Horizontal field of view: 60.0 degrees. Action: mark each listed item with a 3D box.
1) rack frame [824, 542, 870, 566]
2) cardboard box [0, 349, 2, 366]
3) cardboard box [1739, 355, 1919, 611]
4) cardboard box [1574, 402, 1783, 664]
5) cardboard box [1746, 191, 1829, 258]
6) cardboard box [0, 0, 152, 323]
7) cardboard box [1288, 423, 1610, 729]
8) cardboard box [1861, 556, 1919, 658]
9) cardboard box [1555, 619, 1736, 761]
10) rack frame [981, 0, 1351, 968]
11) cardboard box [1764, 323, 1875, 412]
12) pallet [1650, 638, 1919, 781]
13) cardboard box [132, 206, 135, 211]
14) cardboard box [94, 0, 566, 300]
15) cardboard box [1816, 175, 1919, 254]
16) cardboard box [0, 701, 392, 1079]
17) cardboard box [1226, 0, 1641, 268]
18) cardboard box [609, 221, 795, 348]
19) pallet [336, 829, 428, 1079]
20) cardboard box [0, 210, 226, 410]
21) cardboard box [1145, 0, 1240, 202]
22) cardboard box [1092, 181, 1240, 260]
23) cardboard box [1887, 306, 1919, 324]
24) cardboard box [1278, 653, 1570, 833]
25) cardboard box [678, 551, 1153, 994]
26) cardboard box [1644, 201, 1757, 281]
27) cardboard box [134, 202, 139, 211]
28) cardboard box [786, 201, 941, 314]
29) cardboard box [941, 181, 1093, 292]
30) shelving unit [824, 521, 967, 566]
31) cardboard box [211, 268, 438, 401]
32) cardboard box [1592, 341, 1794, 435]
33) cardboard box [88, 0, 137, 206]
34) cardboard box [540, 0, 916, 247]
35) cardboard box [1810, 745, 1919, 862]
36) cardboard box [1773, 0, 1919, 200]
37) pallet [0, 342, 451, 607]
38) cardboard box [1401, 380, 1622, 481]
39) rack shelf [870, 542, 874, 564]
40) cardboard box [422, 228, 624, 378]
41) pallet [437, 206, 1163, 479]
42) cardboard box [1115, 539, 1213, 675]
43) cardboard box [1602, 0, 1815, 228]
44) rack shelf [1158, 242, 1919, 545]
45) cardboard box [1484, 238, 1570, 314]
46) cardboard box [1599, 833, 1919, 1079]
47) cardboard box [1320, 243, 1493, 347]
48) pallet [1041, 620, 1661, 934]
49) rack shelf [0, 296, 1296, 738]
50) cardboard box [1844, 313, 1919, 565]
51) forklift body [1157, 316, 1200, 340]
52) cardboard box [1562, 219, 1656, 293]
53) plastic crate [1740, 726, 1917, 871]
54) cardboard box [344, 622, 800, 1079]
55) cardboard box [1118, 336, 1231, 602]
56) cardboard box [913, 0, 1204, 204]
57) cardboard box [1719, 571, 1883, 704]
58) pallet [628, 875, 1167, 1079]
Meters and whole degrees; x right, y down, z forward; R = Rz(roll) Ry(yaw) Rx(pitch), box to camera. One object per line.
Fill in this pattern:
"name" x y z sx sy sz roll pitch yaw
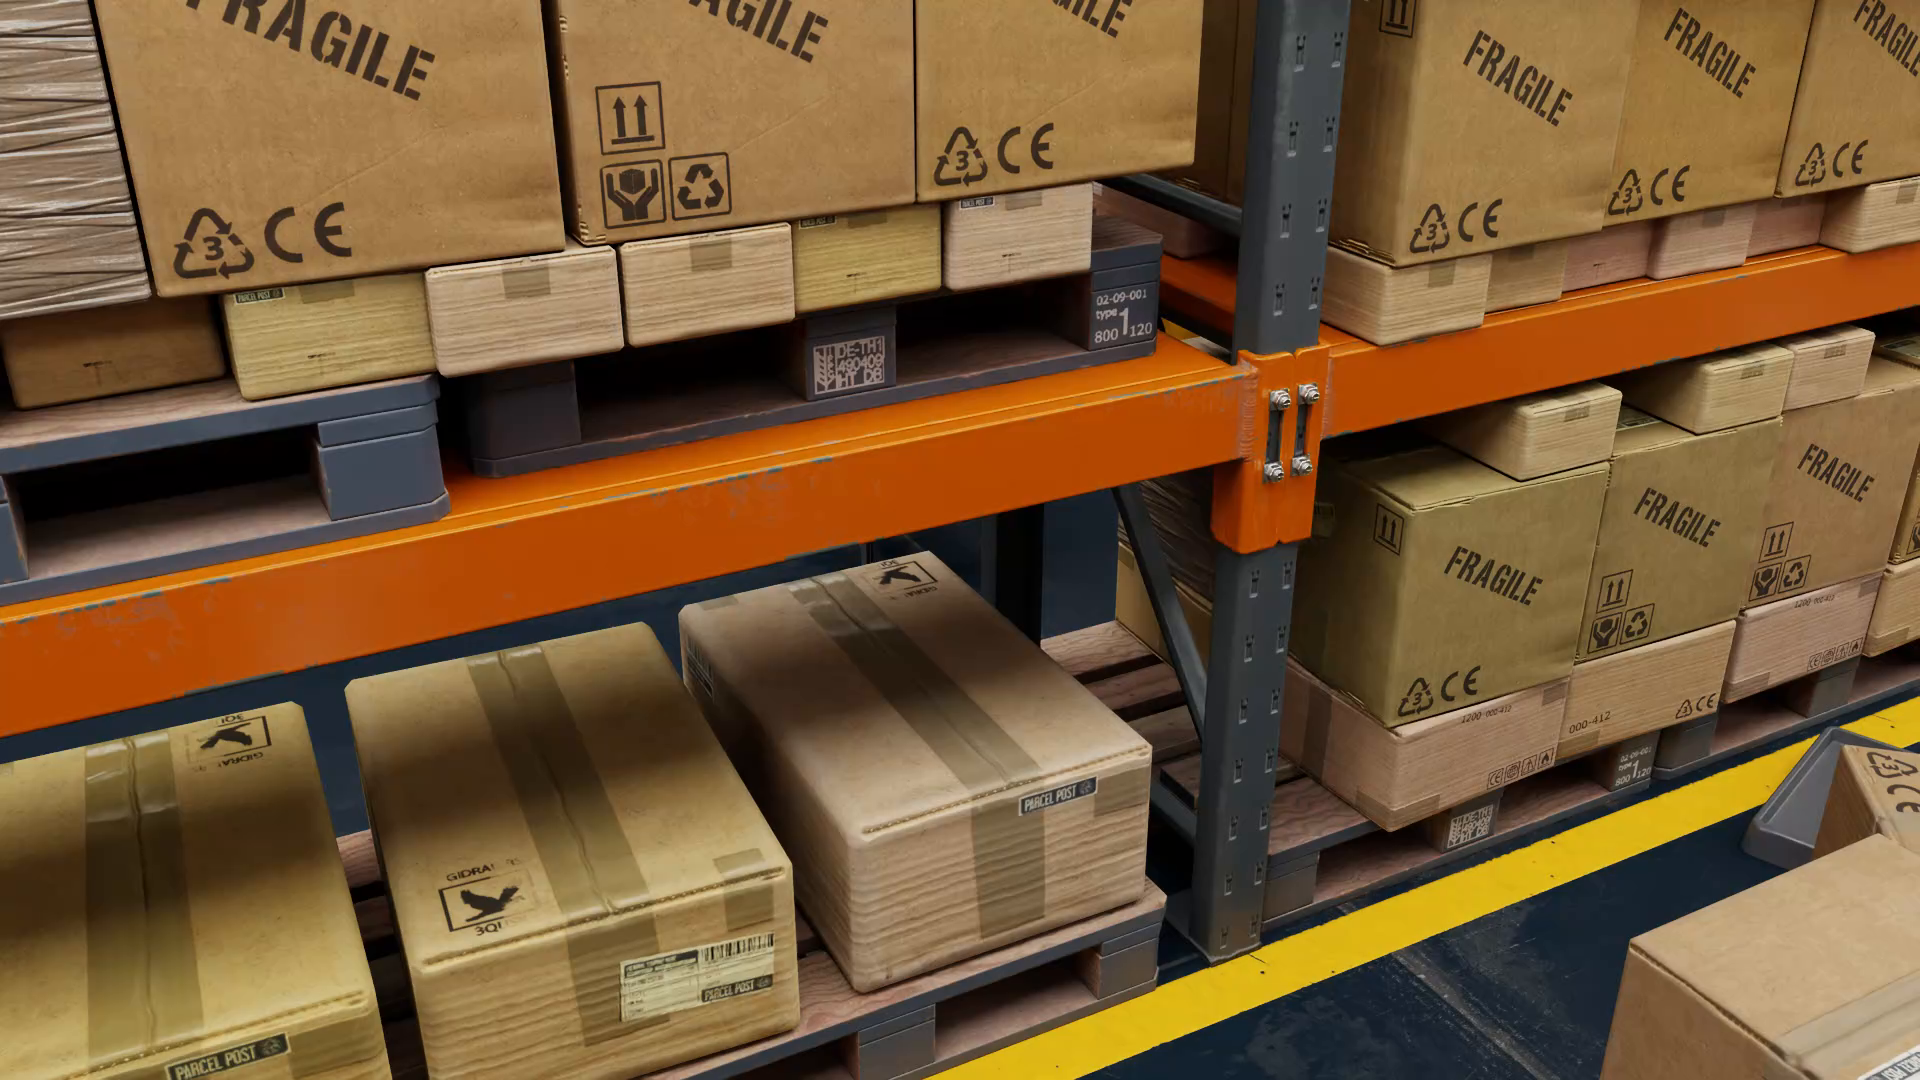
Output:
"rack frame" -0.361 -0.863 4.622 0.015 2.100 0.400 -13 29 -25
"cardboard box" -1.369 -0.243 2.096 0.250 0.149 0.380 -12 28 -23
"cardboard box" 1.910 -0.200 4.025 0.500 0.500 0.500 -11 28 -22
"cardboard box" 1.452 -0.095 3.807 0.500 0.500 0.500 -12 28 -23
"cardboard box" 1.640 -0.745 3.626 0.250 0.149 0.380 -13 29 -25
"cardboard box" -1.319 -0.552 1.989 0.500 0.500 0.500 -14 29 -27
"cardboard box" 0.985 0.019 3.570 0.500 0.500 0.500 -12 28 -23
"cardboard box" 2.360 0.038 4.397 0.500 0.250 0.500 -14 29 -27
"cardboard box" 1.451 0.244 3.968 0.500 0.250 0.500 -11 28 -22
"rack frame" 0.337 -0.676 3.193 0.127 3.000 1.000 -13 29 -25
"cardboard box" 1.812 -0.437 3.771 0.250 0.149 0.380 -11 28 -22
"pallet" 1.991 0.180 4.630 1.213 0.211 1.003 -13 29 -25
"cardboard box" -3.145 -1.424 7.009 0.625 0.625 0.875 -13 29 -26
"cardboard box" -0.858 -0.659 2.212 0.500 0.500 0.500 -12 28 -23
"cardboard box" 1.899 -0.762 3.661 0.250 0.149 0.380 -13 28 -25
"cardboard box" -1.370 0.717 2.842 0.625 0.372 0.950 -12 28 -23
"cardboard box" 0.857 -0.839 3.072 0.500 0.500 0.500 -13 29 -25
"cardboard box" -0.439 -0.429 2.483 0.250 0.149 0.380 -14 29 -26
"pallet" -1.427 0.990 2.944 1.213 0.211 1.003 -13 29 -25
"cardboard box" -1.175 -0.325 2.267 0.250 0.149 0.380 -14 29 -27
"cardboard box" 0.612 -1.041 3.493 0.500 0.500 0.500 -14 29 -26
"cardboard box" 0.477 -0.745 3.626 0.250 0.149 0.380 -13 29 -26
"cardboard box" 2.534 -0.605 4.120 0.250 0.149 0.380 -12 28 -23
"cardboard box" 0.985 0.357 3.733 0.500 0.250 0.500 -14 29 -27
"cardboard box" -0.124 0.427 3.446 0.625 0.372 0.950 -13 28 -24
"cardboard box" 1.419 -0.679 3.488 0.250 0.149 0.380 -12 28 -24
"cardboard box" -1.203 -0.540 2.714 0.250 0.149 0.380 -13 28 -25
"cardboard box" -0.228 -0.495 2.621 0.250 0.149 0.380 -14 29 -27
"cardboard box" 0.013 -0.542 2.718 0.250 0.149 0.380 -13 28 -24
"shelving unit" -0.146 -0.913 4.725 0.503 2.100 0.431 -13 29 -25
"cardboard box" -0.894 -0.340 2.297 0.250 0.149 0.380 -13 29 -25
"cardboard box" 1.576 -0.381 3.655 0.250 0.149 0.380 -12 28 -23
"cardboard box" -1.544 -0.752 2.407 0.500 0.500 0.500 -14 29 -27
"cardboard box" -0.399 -0.761 2.426 0.500 0.500 0.500 -13 28 -25
"cardboard box" 1.923 0.751 3.105 0.500 0.500 0.500 5 26 11
"cardboard box" 1.738 -1.047 3.506 0.500 0.500 0.500 -13 29 -26
"pallet" -1.465 -0.194 2.410 1.213 0.211 1.003 -13 29 -25
"cardboard box" 1.123 -0.276 3.435 0.250 0.149 0.380 -13 28 -24
"rack shelf" -0.146 -0.270 5.034 0.480 0.518 0.431 -13 29 -25
"cardboard box" -0.662 -0.376 2.372 0.250 0.149 0.380 -13 28 -25
"pallet" -0.406 -0.490 3.026 1.213 0.211 1.003 -13 29 -25
"cardboard box" 0.732 0.151 4.162 0.500 0.250 0.500 -12 28 -23
"cardboard box" 1.289 -0.950 3.303 0.500 0.500 0.500 -13 29 -25
"rack shelf" 2.102 -0.759 4.197 4.000 0.370 1.077 -13 29 -25
"cardboard box" 0.965 -0.576 3.274 0.250 0.149 0.380 -12 28 -24
"cardboard box" 1.201 0.783 2.167 0.500 0.500 0.500 -13 29 -25
"cardboard box" 0.766 -0.505 3.126 0.250 0.149 0.380 -13 29 -25
"pallet" 0.913 0.431 4.109 1.213 0.211 1.003 -13 29 -25
"rack shelf" -1.428 0.055 2.500 4.000 0.370 1.077 -13 29 -25
"cardboard box" 2.375 -0.308 4.252 0.500 0.500 0.500 -14 29 -26
"forklift body" 0.713 -1.920 6.764 1.214 2.155 2.313 -13 29 -25
"cardboard box" 1.185 -0.642 3.411 0.250 0.149 0.380 -13 29 -25
"plastic crate" 2.108 0.633 3.838 0.402 0.080 0.583 21 33 37
"cardboard box" -0.757 0.575 3.138 0.625 0.372 0.950 -11 28 -22
"cardboard box" 0.733 -0.187 3.999 0.500 0.500 0.500 -13 29 -26
"cardboard box" 0.038 -0.863 2.637 0.500 0.500 0.500 -14 29 -26
"cardboard box" 1.917 0.135 4.195 0.500 0.250 0.500 -13 29 -26
"pallet" -0.349 0.740 3.465 1.213 0.211 1.003 -13 29 -25
